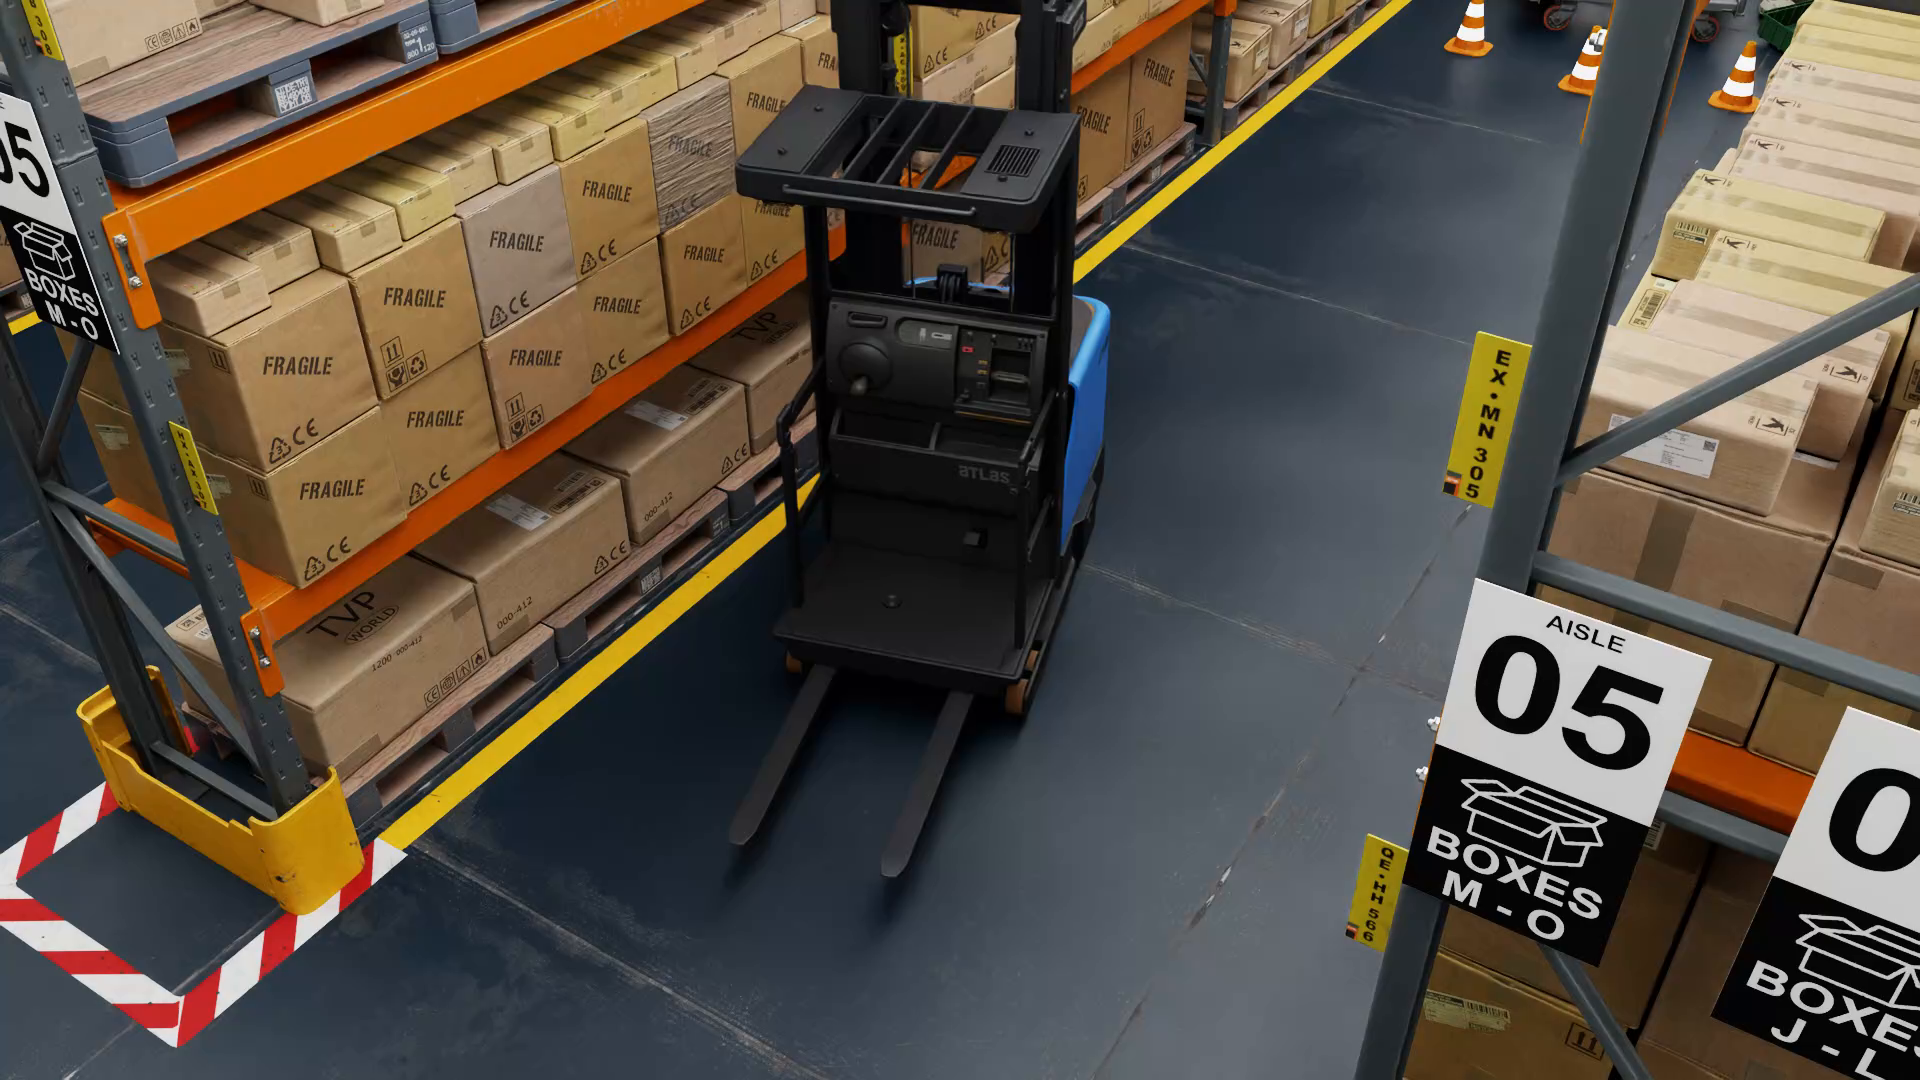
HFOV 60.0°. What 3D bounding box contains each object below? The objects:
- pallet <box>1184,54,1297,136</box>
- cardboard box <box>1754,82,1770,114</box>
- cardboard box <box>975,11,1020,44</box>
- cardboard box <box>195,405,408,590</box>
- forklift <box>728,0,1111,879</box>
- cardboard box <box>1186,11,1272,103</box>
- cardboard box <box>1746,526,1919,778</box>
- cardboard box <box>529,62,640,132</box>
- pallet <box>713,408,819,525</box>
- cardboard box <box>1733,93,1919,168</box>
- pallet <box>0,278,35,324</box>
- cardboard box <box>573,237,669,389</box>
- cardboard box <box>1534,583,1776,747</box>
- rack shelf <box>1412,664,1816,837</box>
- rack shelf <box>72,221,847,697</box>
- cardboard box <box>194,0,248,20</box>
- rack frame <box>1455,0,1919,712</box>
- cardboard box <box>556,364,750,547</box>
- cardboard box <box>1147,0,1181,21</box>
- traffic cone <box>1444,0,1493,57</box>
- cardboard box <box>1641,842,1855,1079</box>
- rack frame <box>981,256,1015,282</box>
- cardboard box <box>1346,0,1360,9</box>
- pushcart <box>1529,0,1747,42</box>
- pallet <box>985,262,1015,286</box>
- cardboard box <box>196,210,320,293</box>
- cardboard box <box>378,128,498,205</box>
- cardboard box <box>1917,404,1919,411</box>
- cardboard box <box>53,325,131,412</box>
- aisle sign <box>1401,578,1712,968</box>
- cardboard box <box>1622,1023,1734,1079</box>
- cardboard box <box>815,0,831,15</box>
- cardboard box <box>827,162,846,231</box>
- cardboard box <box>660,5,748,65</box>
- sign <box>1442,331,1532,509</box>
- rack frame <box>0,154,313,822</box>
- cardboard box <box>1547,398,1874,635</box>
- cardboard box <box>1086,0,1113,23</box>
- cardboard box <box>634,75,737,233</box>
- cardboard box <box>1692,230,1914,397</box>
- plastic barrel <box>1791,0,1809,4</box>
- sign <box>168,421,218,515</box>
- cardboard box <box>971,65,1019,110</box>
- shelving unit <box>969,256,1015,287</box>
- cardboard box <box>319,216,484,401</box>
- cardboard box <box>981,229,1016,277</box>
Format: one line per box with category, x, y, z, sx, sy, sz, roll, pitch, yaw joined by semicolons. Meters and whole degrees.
pallet;1.821;-3.456;12.500;1.003;0.211;1.213;21;42;25
cardboard box;2.211;-0.898;4.154;0.500;0.250;0.500;19;42;23
cardboard box;-0.014;-2.936;8.640;0.500;0.500;0.500;21;42;25
cardboard box;-2.385;-0.227;5.946;0.500;0.500;0.500;21;42;25
forklift;-0.155;-0.670;6.657;1.130;2.935;3.031;10;39;12
cardboard box;1.713;-3.572;12.174;0.950;0.372;0.625;18;41;22
cardboard box;1.806;0.257;3.066;0.500;0.250;0.500;23;43;27
cardboard box;-1.495;-1.756;6.578;0.380;0.149;0.250;21;42;25
pallet;-1.215;-0.625;8.828;1.003;0.211;1.213;21;42;25
cardboard box;1.992;-0.869;3.790;0.380;0.149;0.250;22;43;26
pallet;-5.956;-1.628;10.129;1.003;0.211;1.213;21;42;25
cardboard box;-1.596;-1.017;6.970;0.500;0.500;0.500;23;43;27
cardboard box;1.369;0.083;3.290;0.500;0.250;0.500;20;42;24
rack shelf;2.421;-0.401;4.385;1.077;0.370;4.000;21;42;25
rack shelf;-1.813;-0.780;7.334;1.077;0.370;4.000;21;42;25
cardboard box;-2.562;-1.832;5.432;0.380;0.149;0.250;18;41;22
rack frame;1.349;-0.843;1.912;1.000;3.000;0.127;21;42;25
cardboard box;-1.648;-0.497;8.133;0.875;0.438;0.875;20;42;24
cardboard box;1.089;-3.485;10.376;0.500;0.250;0.500;22;43;26
traffic cone;4.062;-4.118;13.153;0.336;0.463;0.334;21;42;25
cardboard box;1.814;0.835;3.505;0.500;0.500;0.500;21;42;25
rack frame;0.205;-0.985;8.607;0.200;1.050;0.008;10;39;12
cardboard box;2.883;-4.703;13.642;0.950;0.372;0.625;24;44;28
pushcart;5.496;-4.462;13.668;1.648;0.377;0.936;8;38;10
pallet;-0.392;-1.414;9.851;1.003;0.211;1.213;21;42;25
cardboard box;-2.380;-0.977;5.568;0.380;0.149;0.250;22;43;26
cardboard box;-1.922;-1.368;6.075;0.380;0.149;0.250;22;43;26
cardboard box;1.867;-0.170;2.882;0.380;0.149;0.250;23;43;27
cardboard box;-2.827;-0.796;5.864;0.500;0.500;0.500;23;43;27
aisle sign;1.057;0.443;3.029;0.394;0.787;0.004;21;42;25
cardboard box;1.823;1.234;3.806;0.500;0.500;0.500;23;43;27
cardboard box;-0.638;-2.526;7.577;0.380;0.149;0.250;20;42;24
cardboard box;-0.774;-1.813;8.003;0.500;0.500;0.500;22;43;26
cardboard box;-1.133;-2.164;7.107;0.380;0.149;0.250;21;42;25
sign;0.891;-0.198;2.807;0.100;0.325;0.005;21;42;25
rack frame;-2.885;-0.034;5.777;1.000;3.000;0.127;21;42;25
cardboard box;1.381;-0.114;3.137;0.500;0.250;0.500;20;42;24
cardboard box;0.550;-3.160;9.545;0.500;0.250;0.500;20;42;24
cardboard box;-1.305;-1.674;7.003;0.500;0.500;0.500;22;43;26
cardboard box;1.631;-0.447;3.242;0.380;0.149;0.250;20;42;24
plastic barrel;7.091;-4.720;13.965;0.421;0.421;0.512;-11;39;-14
sign;-2.419;-0.224;5.249;0.100;0.325;0.005;21;42;25
cardboard box;-0.007;-2.445;9.026;0.500;0.250;0.500;20;42;24
shelving unit;0.172;-0.913;8.514;0.215;1.050;0.252;10;39;12
cardboard box;-2.116;-0.893;5.990;0.500;0.500;0.500;20;42;24
cardboard box;0.000;-2.235;10.028;0.875;0.875;0.875;22;43;26
